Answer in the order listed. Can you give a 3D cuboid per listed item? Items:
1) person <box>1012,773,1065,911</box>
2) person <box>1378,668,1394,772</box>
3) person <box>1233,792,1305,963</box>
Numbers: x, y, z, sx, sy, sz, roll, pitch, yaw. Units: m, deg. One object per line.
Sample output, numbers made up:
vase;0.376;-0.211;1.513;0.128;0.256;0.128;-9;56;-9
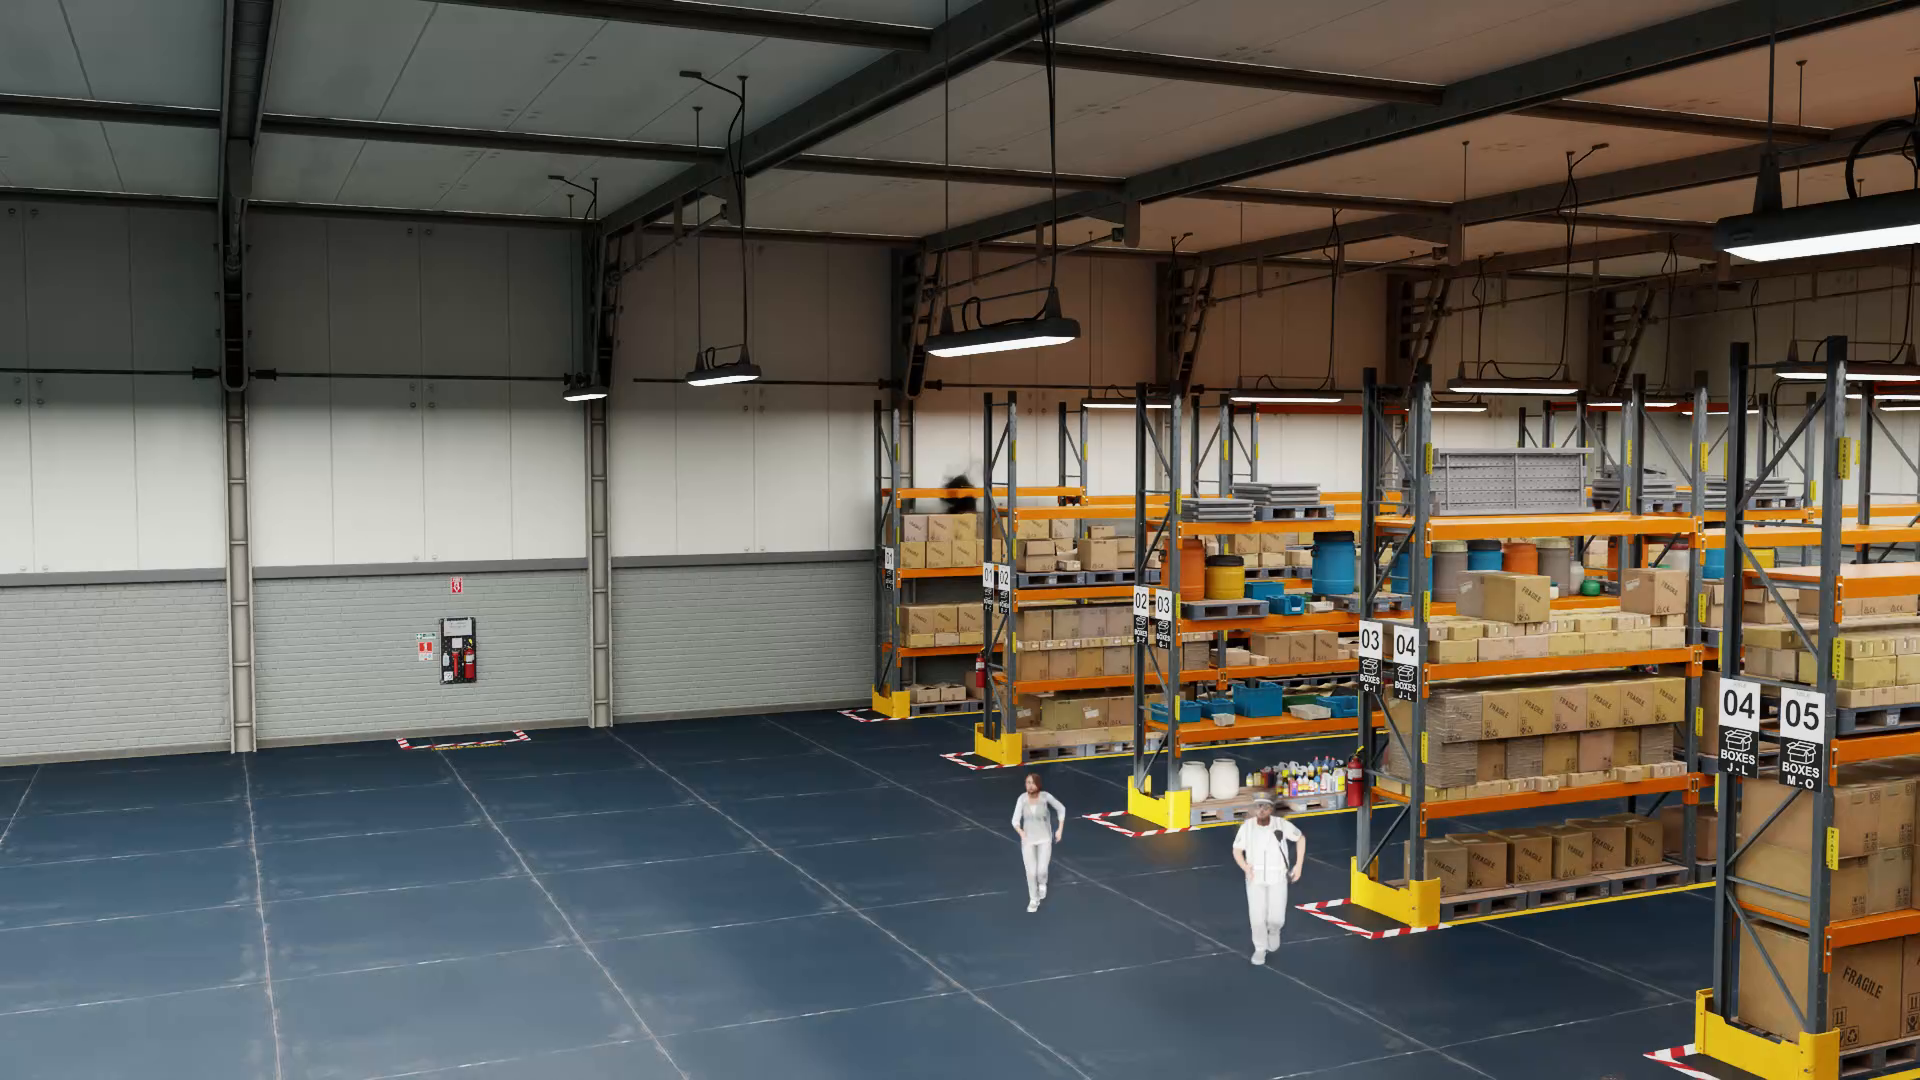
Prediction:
person;0.848;3.328;18.232;0.567;1.555;0.630;1;3;12
person;6.880;2.799;26.283;0.890;1.698;0.544;-2;4;-30
person;3.031;3.345;16.393;0.693;1.732;0.685;1;3;16
